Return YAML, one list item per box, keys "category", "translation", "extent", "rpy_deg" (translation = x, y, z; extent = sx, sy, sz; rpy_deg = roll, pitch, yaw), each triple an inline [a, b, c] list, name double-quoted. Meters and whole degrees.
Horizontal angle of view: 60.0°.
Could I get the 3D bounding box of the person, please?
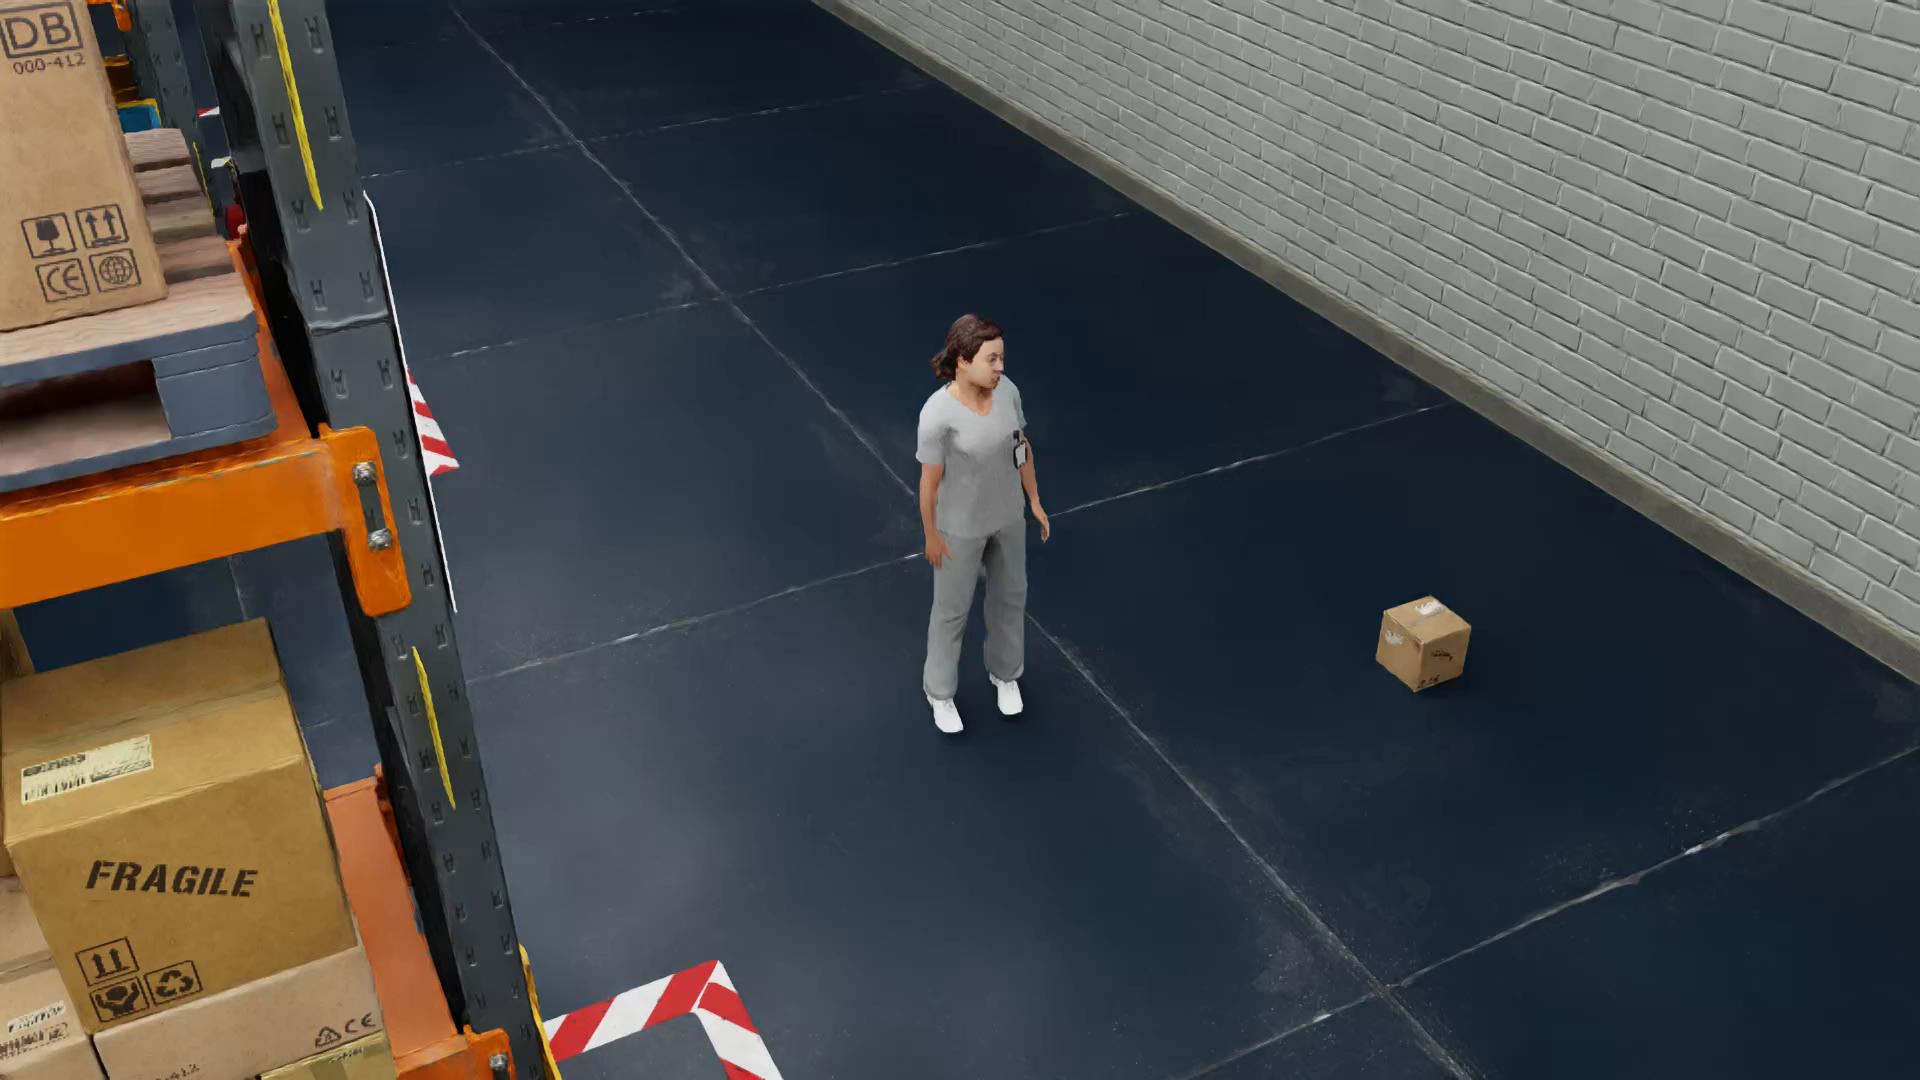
- category: "person"
  translation: [0.073, -0.061, 6.192]
  extent: [0.492, 1.681, 0.372]
  rpy_deg: [-20, 38, -28]
